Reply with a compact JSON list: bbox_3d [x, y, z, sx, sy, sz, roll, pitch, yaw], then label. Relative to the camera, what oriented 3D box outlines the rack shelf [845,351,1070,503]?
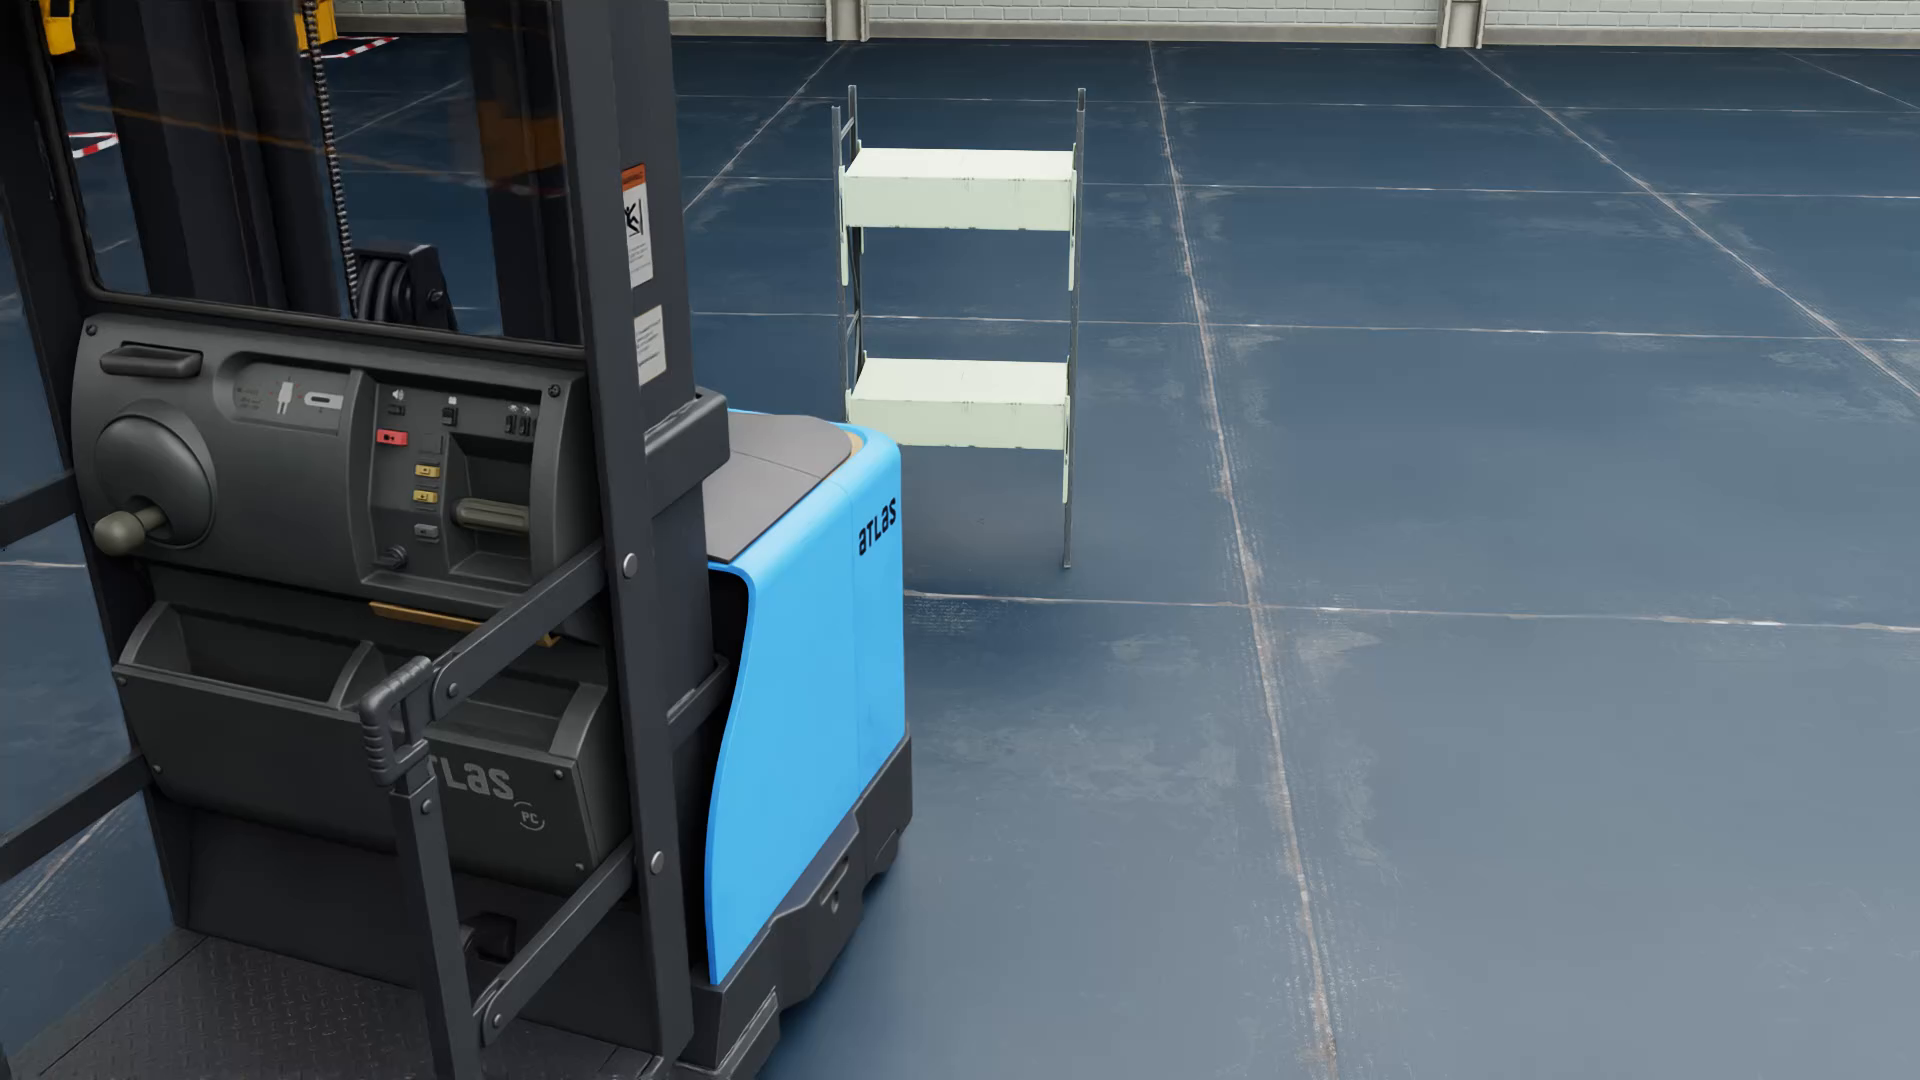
[{"bbox_3d":[0.007,-0.385,5.572,0.720,0.370,0.431,2,25,4],"label":"rack shelf"}]

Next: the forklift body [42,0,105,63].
[{"bbox_3d":[-8.507,-5.090,14.238,1.214,2.155,2.313,2,25,4],"label":"forklift body"}]

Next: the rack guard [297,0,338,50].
[{"bbox_3d":[-6.453,-5.039,16.102,0.348,0.500,1.175,2,25,4],"label":"rack guard"}]

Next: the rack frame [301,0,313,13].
[{"bbox_3d":[-6.477,-6.175,15.581,0.127,3.000,1.000,2,25,4],"label":"rack frame"}]

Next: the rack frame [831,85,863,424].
[{"bbox_3d":[-0.358,-0.693,5.461,0.023,1.500,0.400,2,25,4],"label":"rack frame"}]

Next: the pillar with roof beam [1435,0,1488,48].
[{"bbox_3d":[4.533,-7.120,10.458,0.400,9.000,9.100,2,25,4],"label":"pillar with roof beam"}]

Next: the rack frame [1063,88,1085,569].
[{"bbox_3d":[0.372,-0.669,5.411,0.023,1.500,0.400,2,25,4],"label":"rack frame"}]

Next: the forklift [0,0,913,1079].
[{"bbox_3d":[-1.095,-0.094,2.449,1.130,2.935,3.031,9,26,18],"label":"forklift"}]

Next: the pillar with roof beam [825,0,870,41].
[{"bbox_3d":[-1.449,-7.312,10.875,0.400,9.000,9.100,2,25,4],"label":"pillar with roof beam"}]

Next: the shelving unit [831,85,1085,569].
[{"bbox_3d":[0.007,-0.681,5.436,0.755,1.500,0.431,2,25,4],"label":"shelving unit"}]

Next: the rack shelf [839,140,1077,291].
[{"bbox_3d":[0.007,-1.036,5.273,0.720,0.370,0.431,2,25,4],"label":"rack shelf"}]
